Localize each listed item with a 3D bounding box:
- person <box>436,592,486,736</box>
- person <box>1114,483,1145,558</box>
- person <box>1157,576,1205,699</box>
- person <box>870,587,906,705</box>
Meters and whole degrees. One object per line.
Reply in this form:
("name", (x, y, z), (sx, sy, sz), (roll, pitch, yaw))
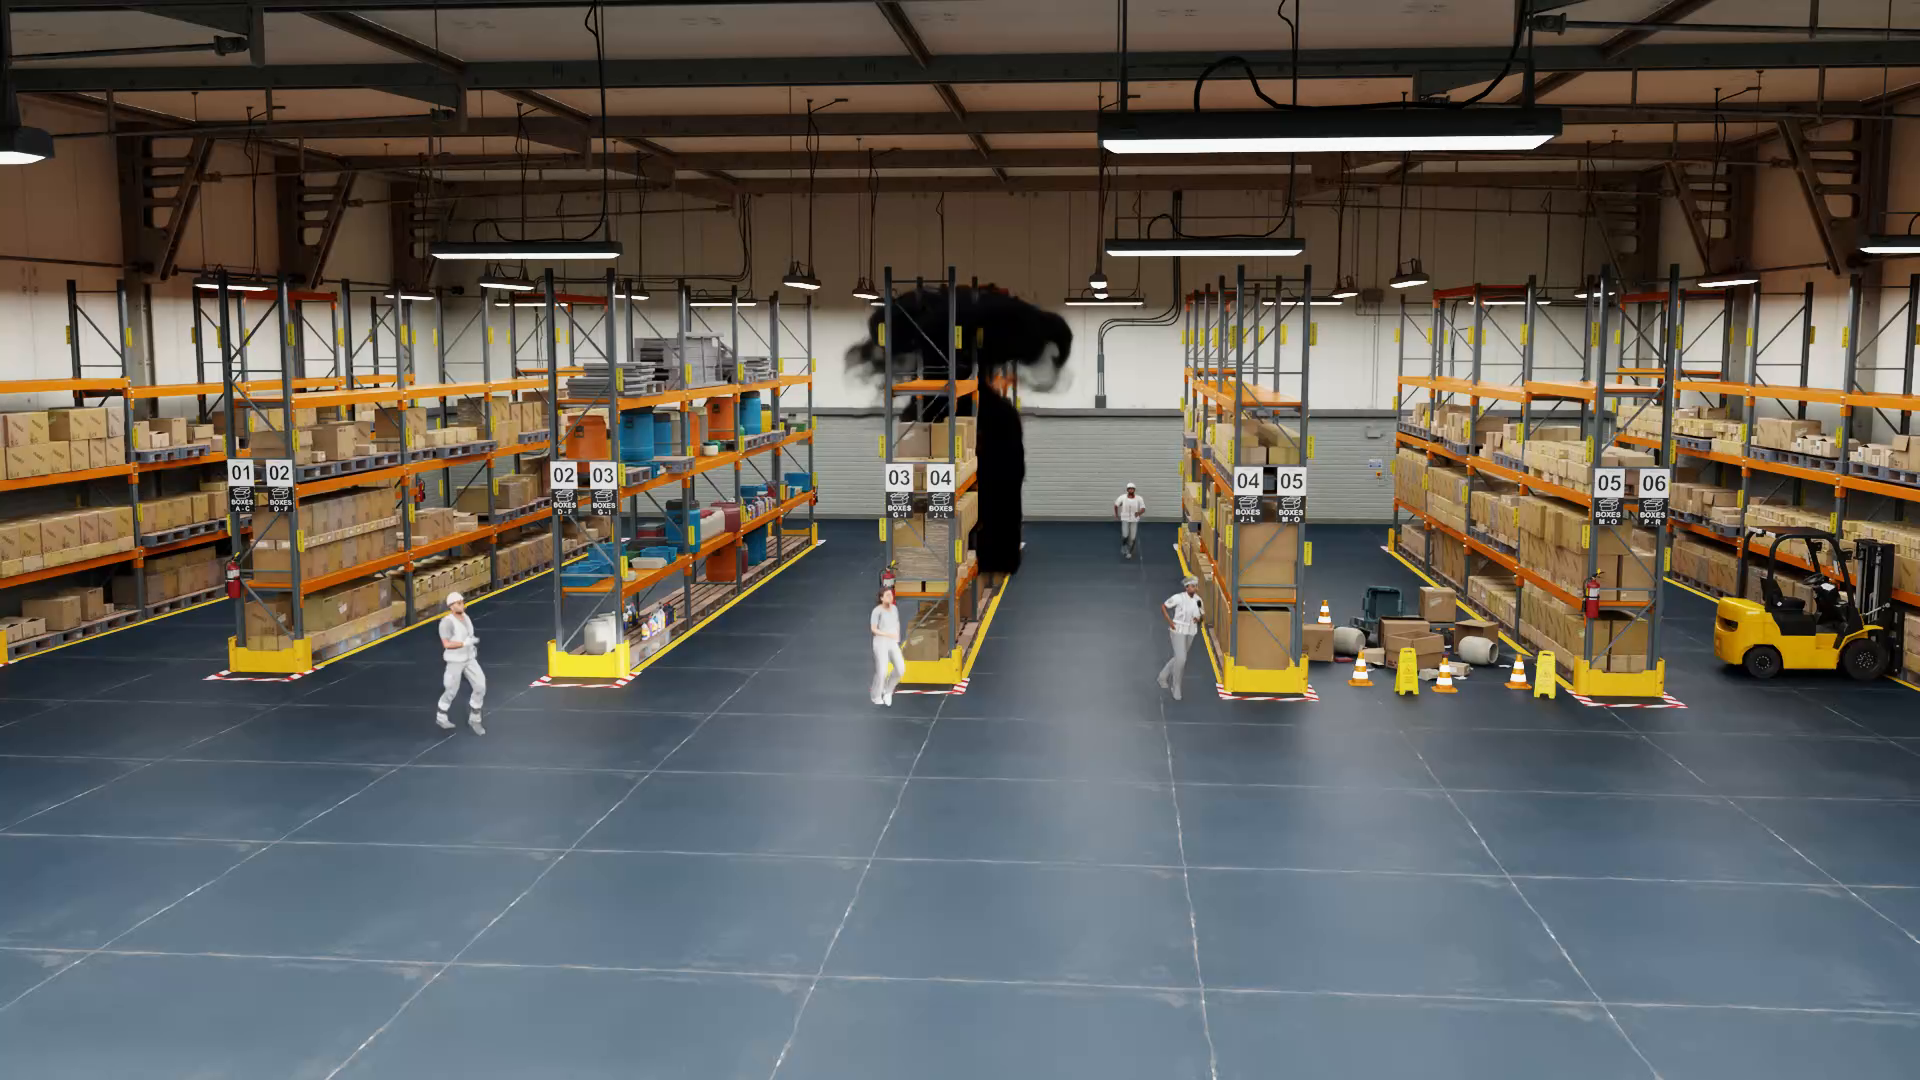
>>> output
("person", (-6.310, 1.569, 21.010), (0.776, 1.842, 0.641), (4, 8, 30))
("person", (3.851, -0.434, 37.710), (0.691, 1.724, 0.590), (0, 7, 3))
("person", (3.120, 1.355, 23.460), (0.612, 1.753, 0.683), (-4, 8, -30))
("person", (-0.967, 1.448, 22.599), (0.586, 1.650, 0.639), (-6, 9, -39))
